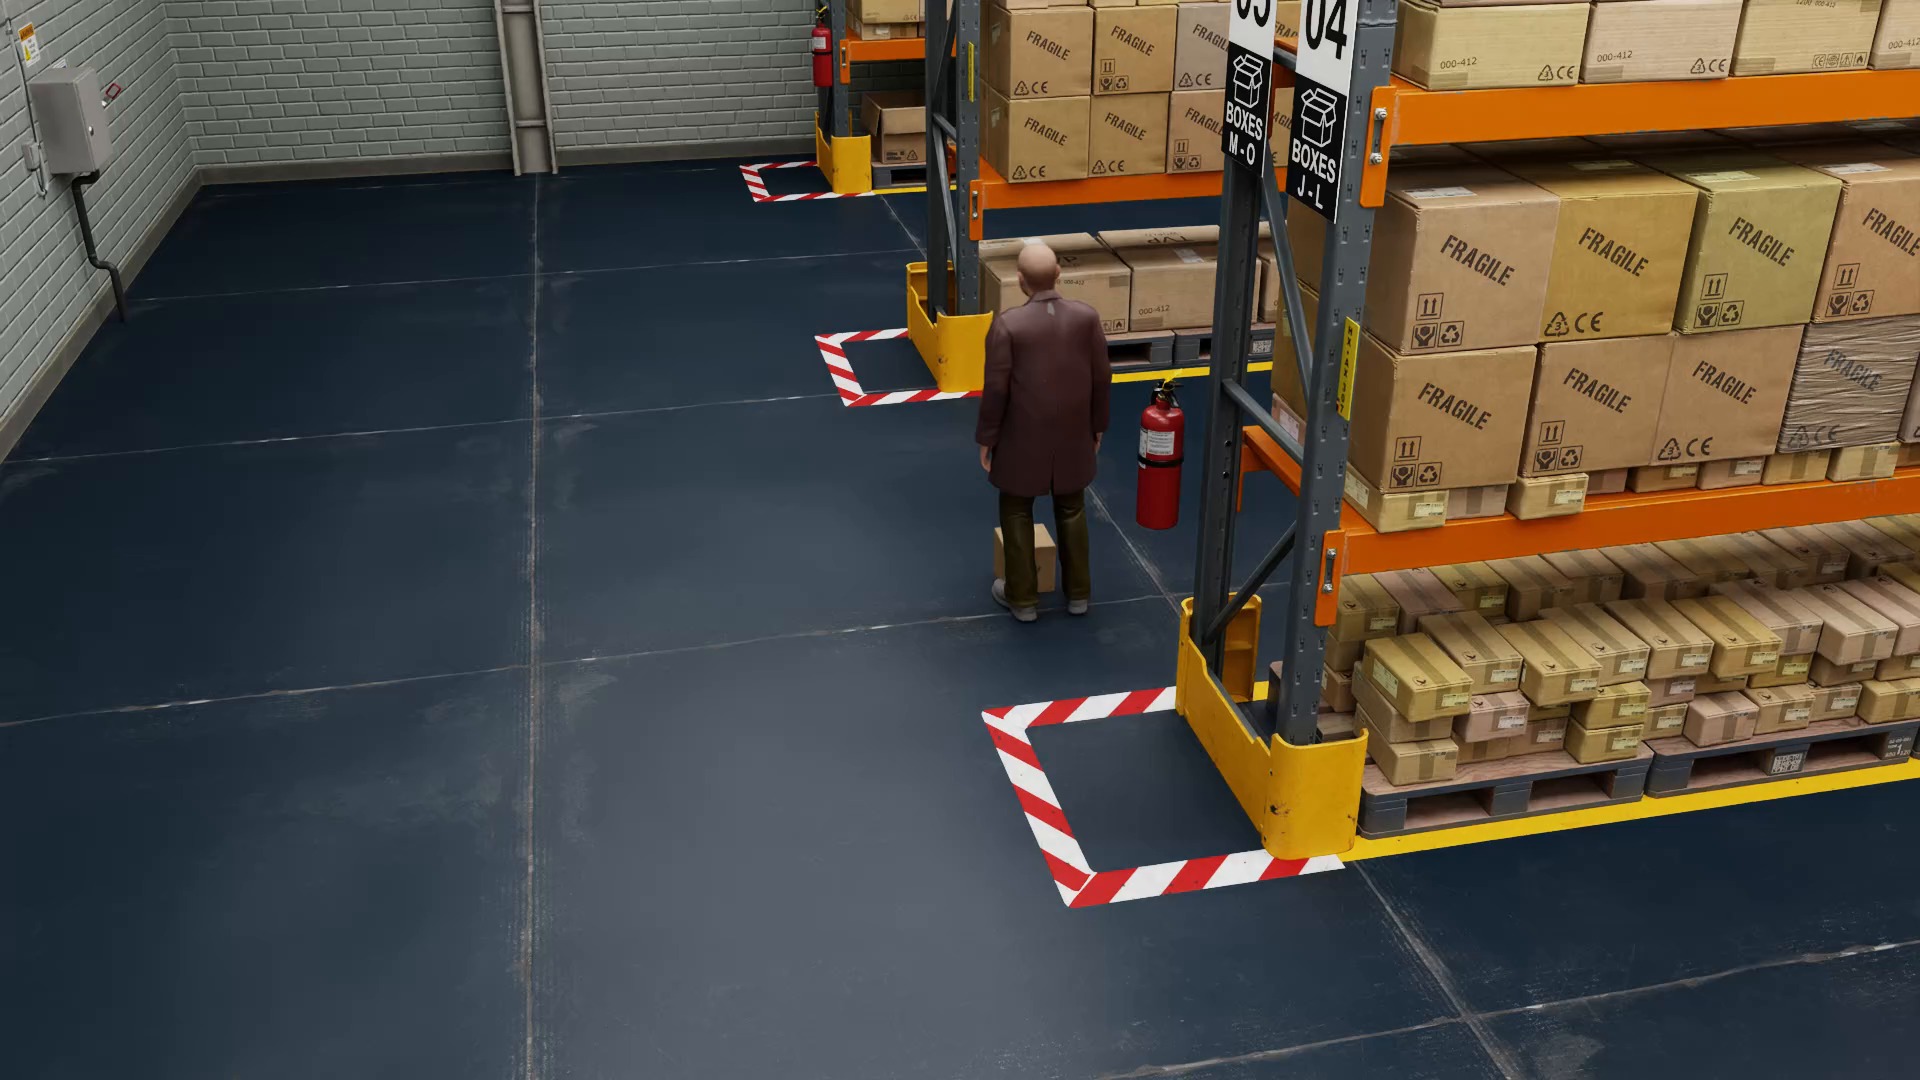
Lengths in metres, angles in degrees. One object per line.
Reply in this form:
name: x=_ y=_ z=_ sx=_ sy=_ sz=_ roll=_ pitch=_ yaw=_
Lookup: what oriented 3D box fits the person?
person: x=0.379 y=-0.482 z=7.604 sx=0.644 sy=1.774 sz=0.420 roll=-6 pitch=27 yaw=-12
